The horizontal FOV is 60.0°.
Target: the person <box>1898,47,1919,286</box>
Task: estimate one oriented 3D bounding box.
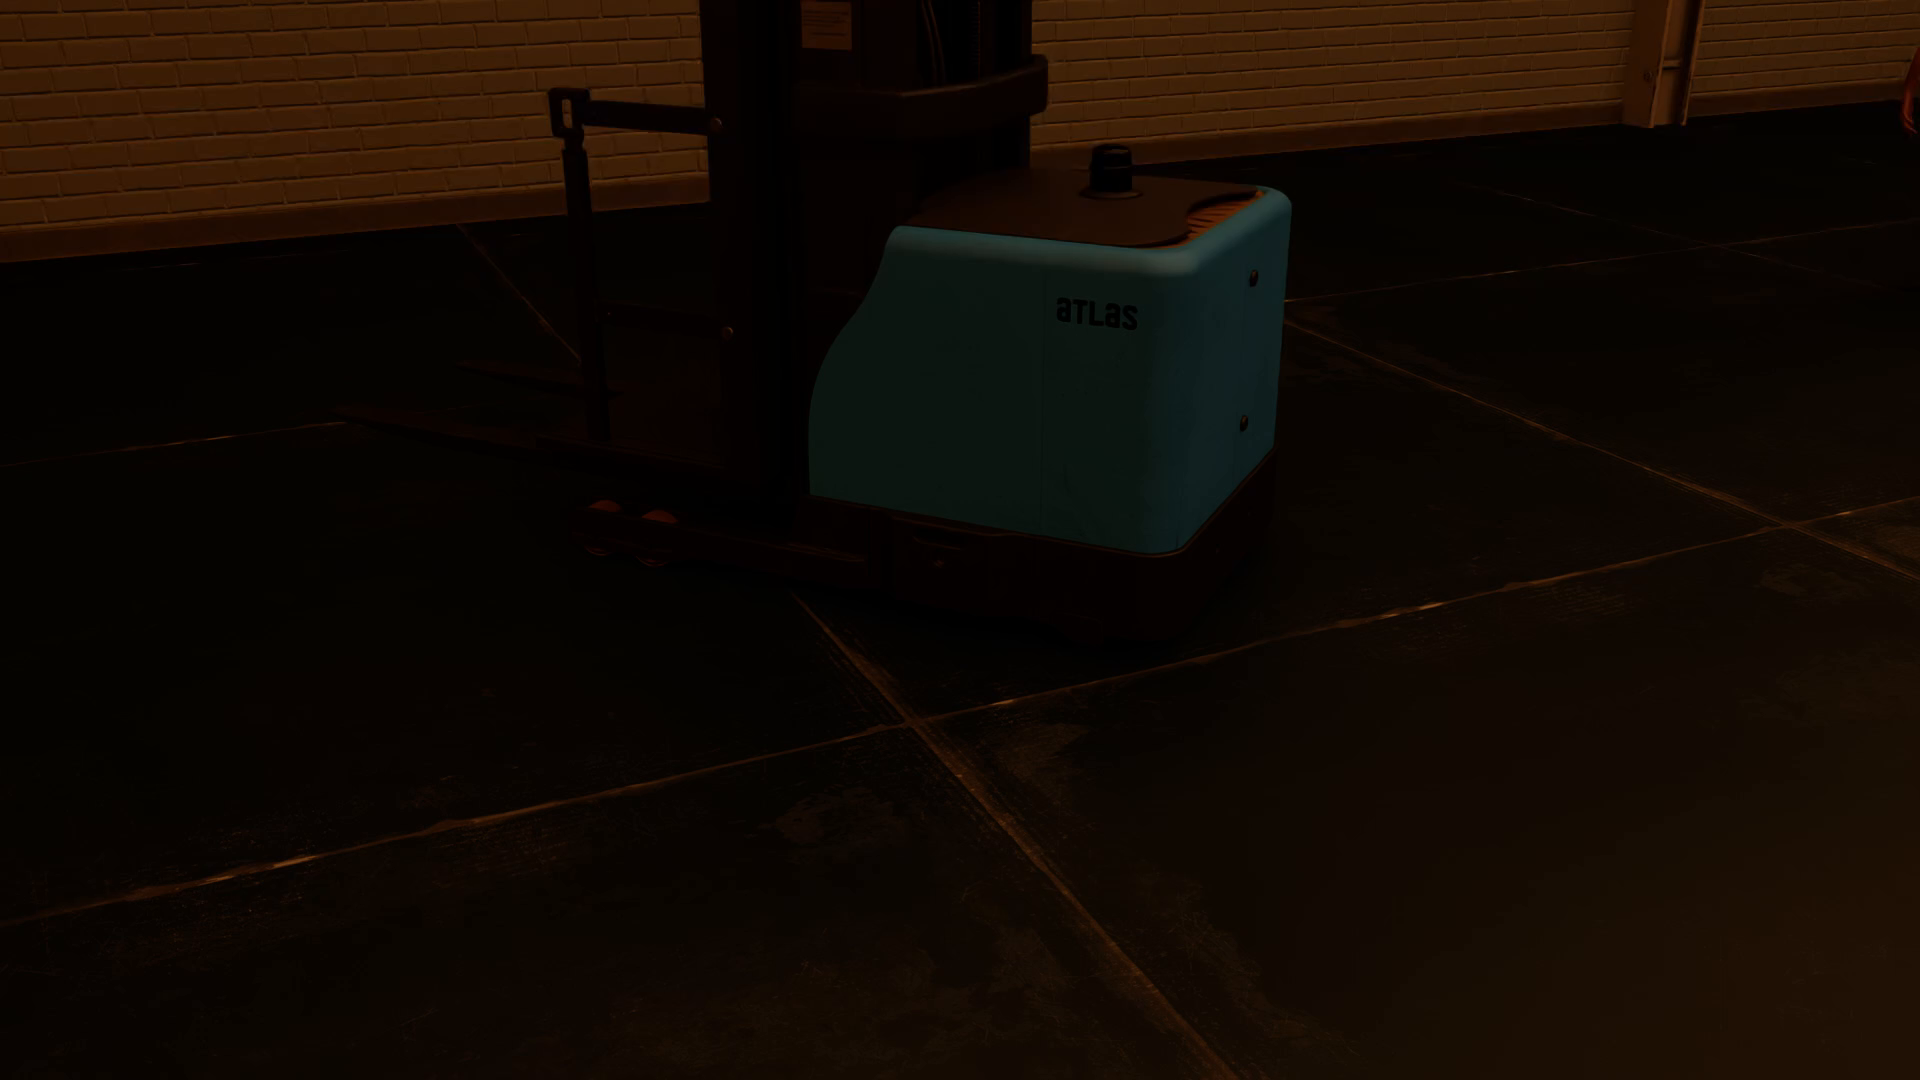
[{"bbox_3d":[4.603,-1.877,7.486,0.637,1.764,0.838,14,26,31],"label":"person"}]

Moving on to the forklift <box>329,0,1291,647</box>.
[{"bbox_3d":[-0.605,-1.443,4.760,3.031,2.935,1.130,10,25,23],"label":"forklift"}]
